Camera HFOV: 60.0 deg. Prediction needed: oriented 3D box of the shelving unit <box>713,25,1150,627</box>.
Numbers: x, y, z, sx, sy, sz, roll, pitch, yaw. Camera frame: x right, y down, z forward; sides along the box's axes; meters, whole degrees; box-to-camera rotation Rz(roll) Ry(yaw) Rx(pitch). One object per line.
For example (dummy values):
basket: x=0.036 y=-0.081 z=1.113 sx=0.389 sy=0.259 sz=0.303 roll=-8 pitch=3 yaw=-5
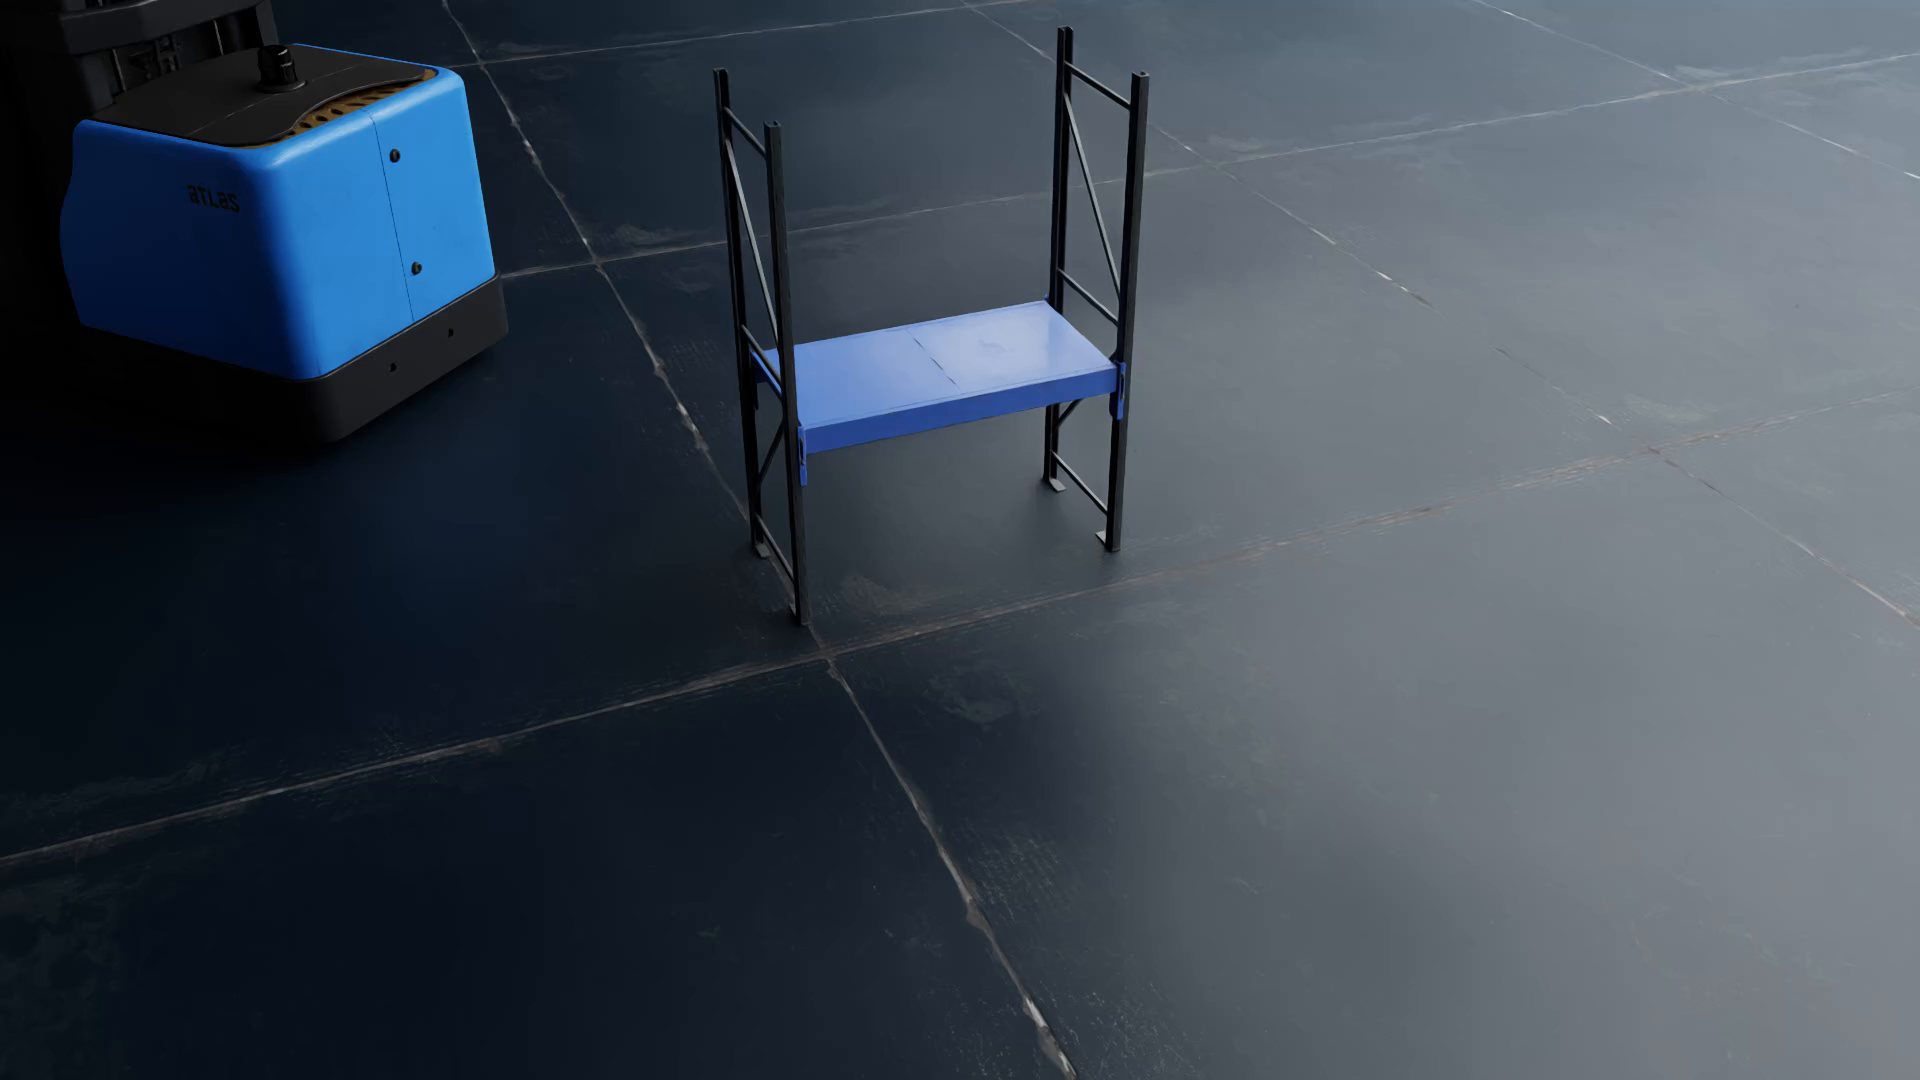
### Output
shelving unit: x=-0.079 y=-0.611 z=4.813 sx=1.048 sy=1.500 sz=0.538 roll=-13 pitch=35 yaw=-19

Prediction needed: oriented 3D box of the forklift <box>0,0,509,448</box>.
forklift: x=-3.276 y=-2.082 z=5.762 sx=3.031 sy=2.935 sz=1.130 roll=15 pitch=36 yaw=21

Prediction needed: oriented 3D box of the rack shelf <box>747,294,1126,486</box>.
rack shelf: x=-0.079 y=-0.460 z=4.911 sx=1.000 sy=0.185 sz=0.538 roll=-13 pitch=35 yaw=-19

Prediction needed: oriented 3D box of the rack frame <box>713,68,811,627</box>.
rack frame: x=-0.547 y=-0.503 z=4.648 sx=0.032 sy=1.500 sz=0.500 roll=-13 pitch=35 yaw=-19

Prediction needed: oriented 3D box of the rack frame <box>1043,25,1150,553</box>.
rack frame: x=0.390 y=-0.718 z=4.978 sx=0.032 sy=1.500 sz=0.500 roll=-13 pitch=35 yaw=-19
